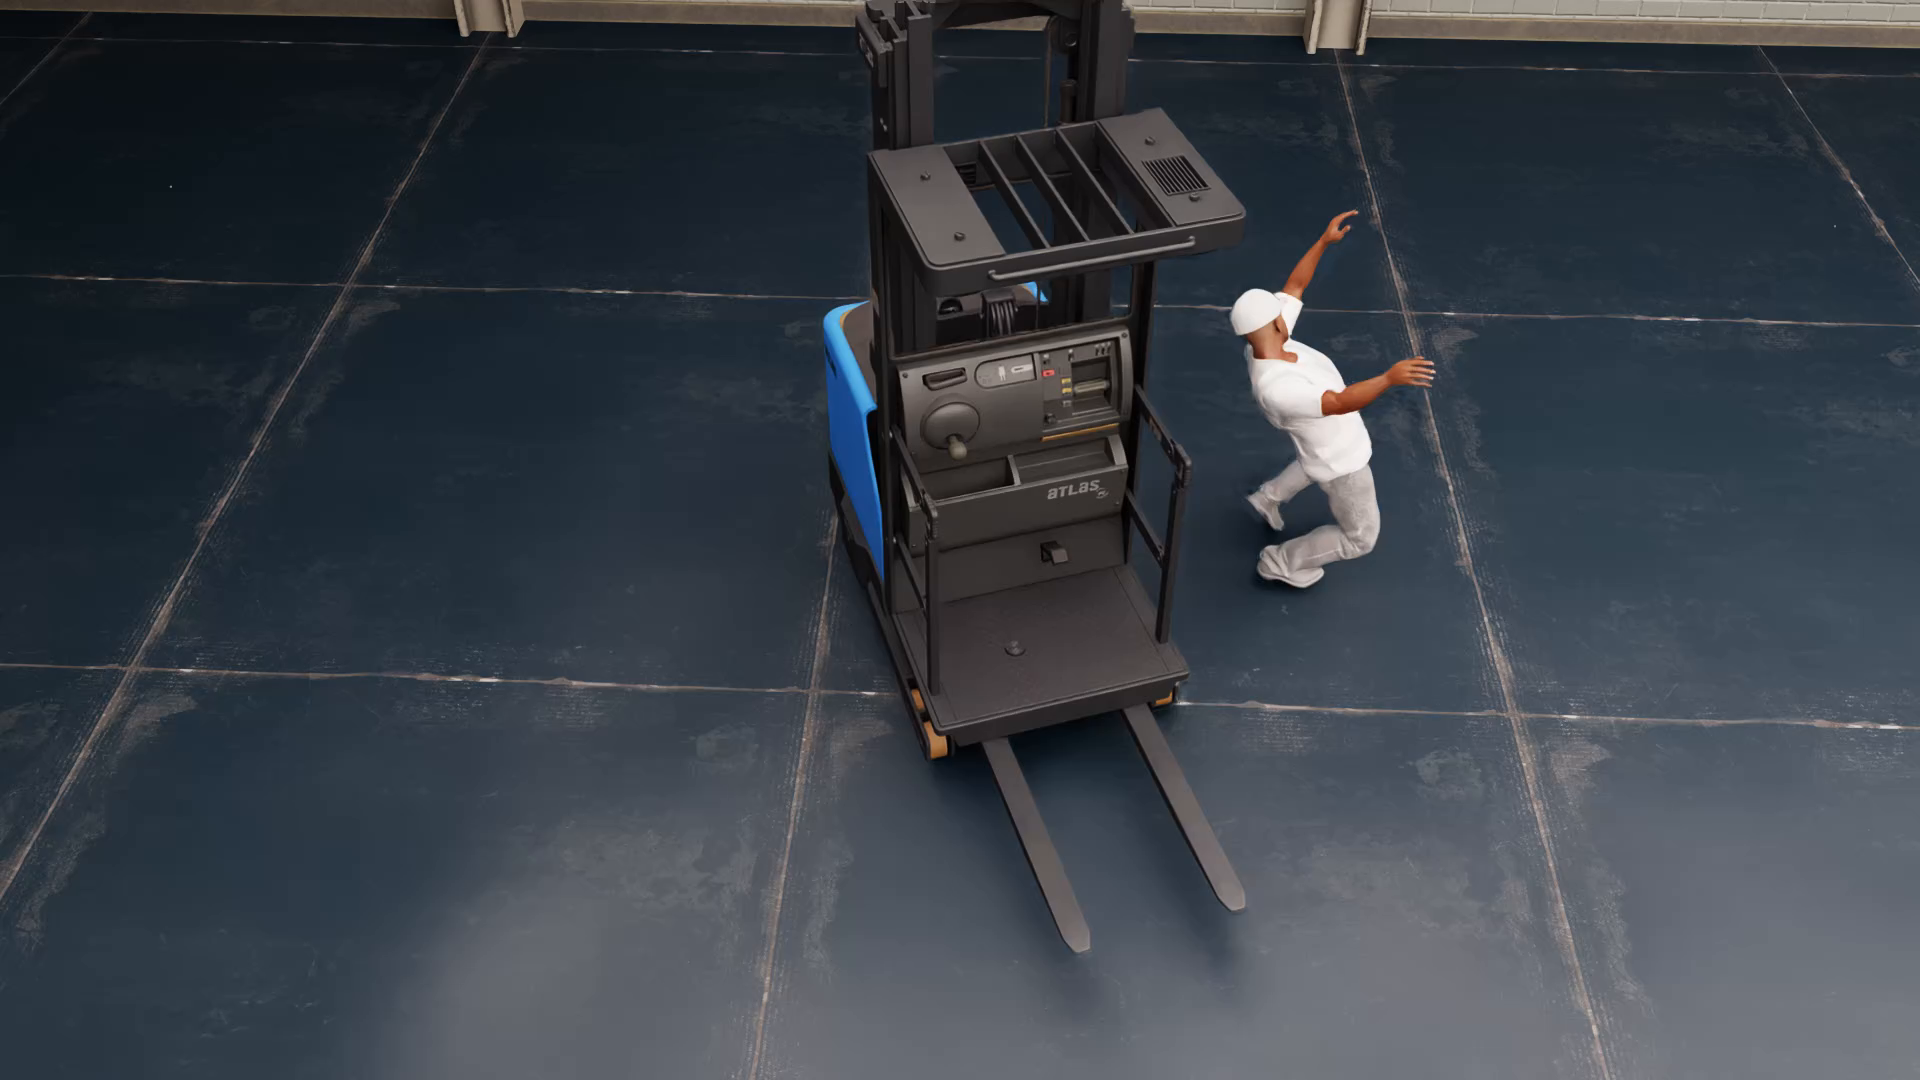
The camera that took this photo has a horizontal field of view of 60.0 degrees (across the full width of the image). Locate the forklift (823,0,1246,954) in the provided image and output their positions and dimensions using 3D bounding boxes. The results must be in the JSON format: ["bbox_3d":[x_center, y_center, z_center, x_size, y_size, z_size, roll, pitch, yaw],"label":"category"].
[{"bbox_3d":[0.287,-0.477,6.265,1.130,2.935,3.031,-12,44,-13],"label":"forklift"}]

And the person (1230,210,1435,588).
[{"bbox_3d":[1.507,-0.465,7.203,0.742,1.651,1.039,-3,42,-3],"label":"person"}]
